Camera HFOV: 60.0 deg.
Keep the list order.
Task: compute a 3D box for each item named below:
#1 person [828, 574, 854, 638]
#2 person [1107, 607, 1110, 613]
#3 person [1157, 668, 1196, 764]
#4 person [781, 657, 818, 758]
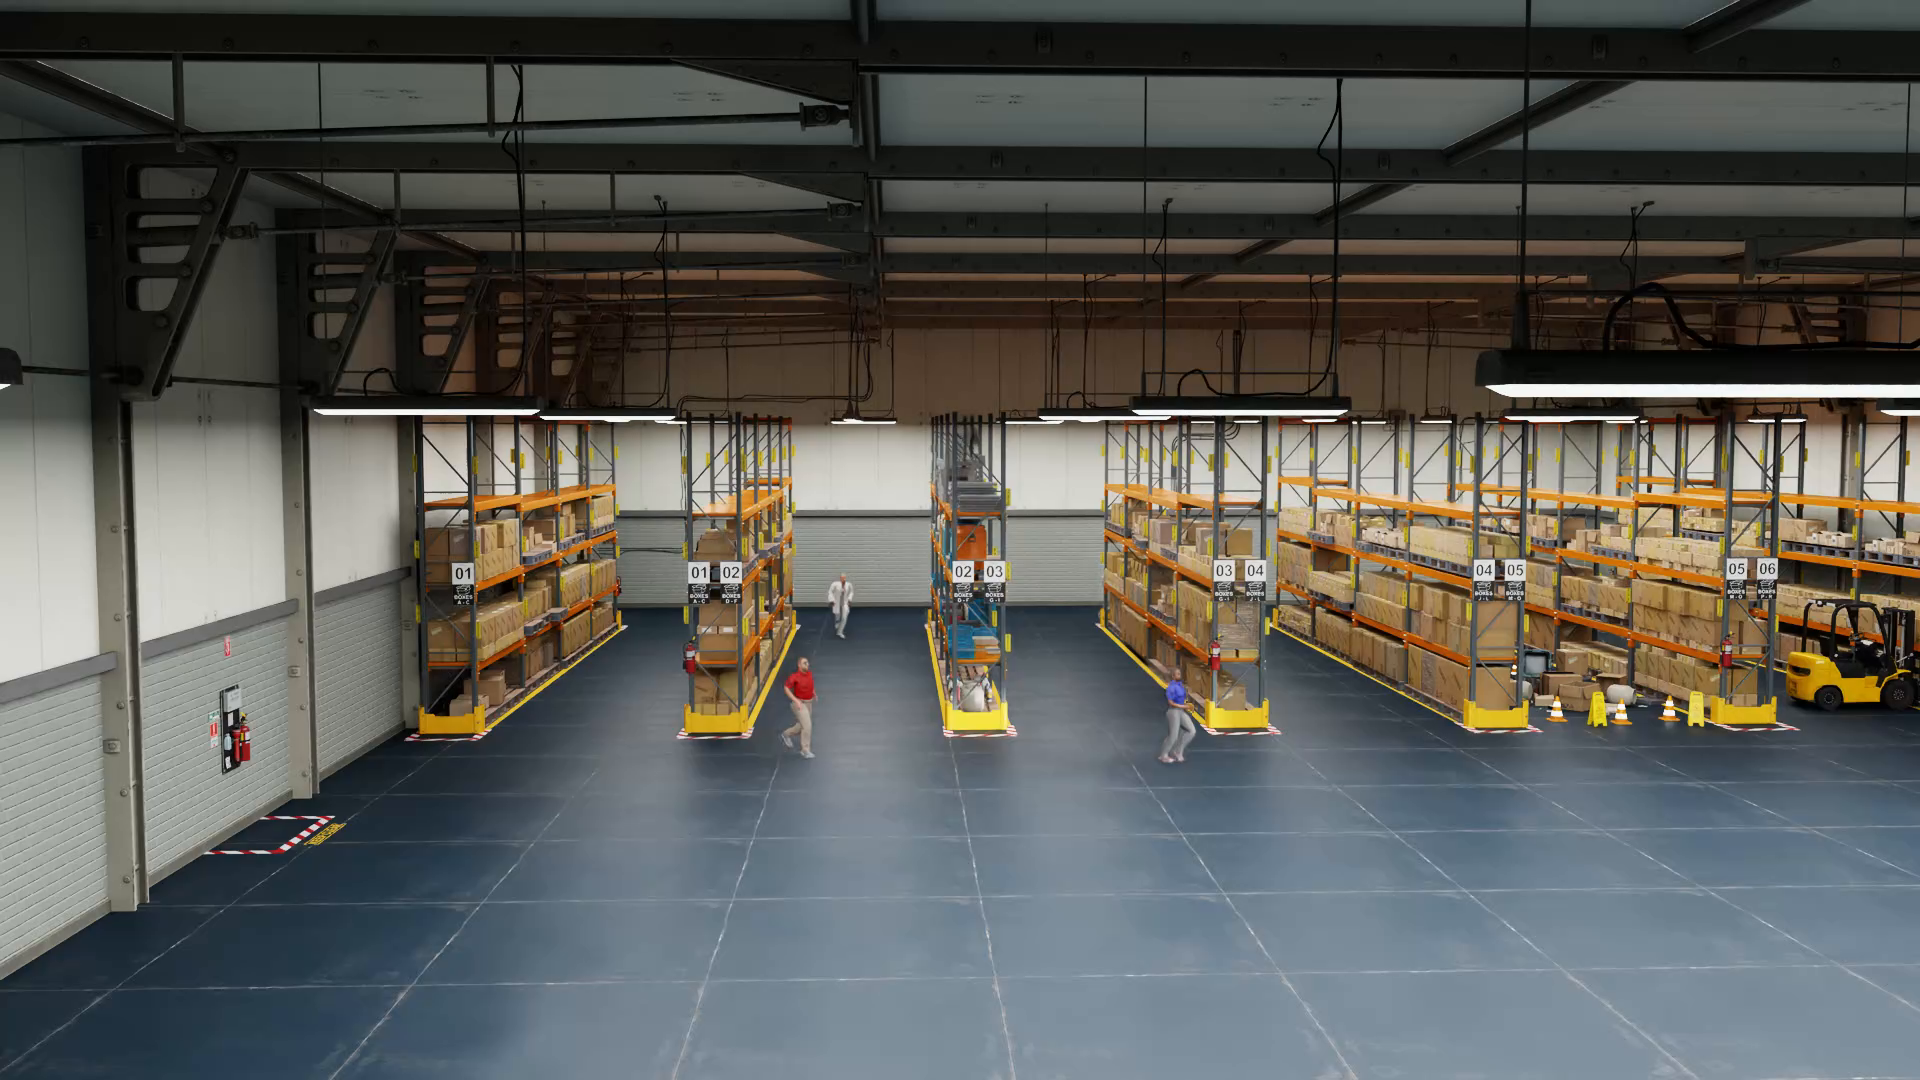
[{"bbox_3d":[-3.256,1.781,45.490,0.709,1.745,0.801,-1,4,-14],"label":"person"},{"bbox_3d":[4.700,1.529,48.921,0.879,1.766,0.739,0,4,3],"label":"person"},{"bbox_3d":[3.687,2.987,28.264,0.654,1.653,0.576,2,5,33],"label":"person"},{"bbox_3d":[-2.815,2.905,29.003,0.807,1.751,0.649,2,5,31],"label":"person"}]
